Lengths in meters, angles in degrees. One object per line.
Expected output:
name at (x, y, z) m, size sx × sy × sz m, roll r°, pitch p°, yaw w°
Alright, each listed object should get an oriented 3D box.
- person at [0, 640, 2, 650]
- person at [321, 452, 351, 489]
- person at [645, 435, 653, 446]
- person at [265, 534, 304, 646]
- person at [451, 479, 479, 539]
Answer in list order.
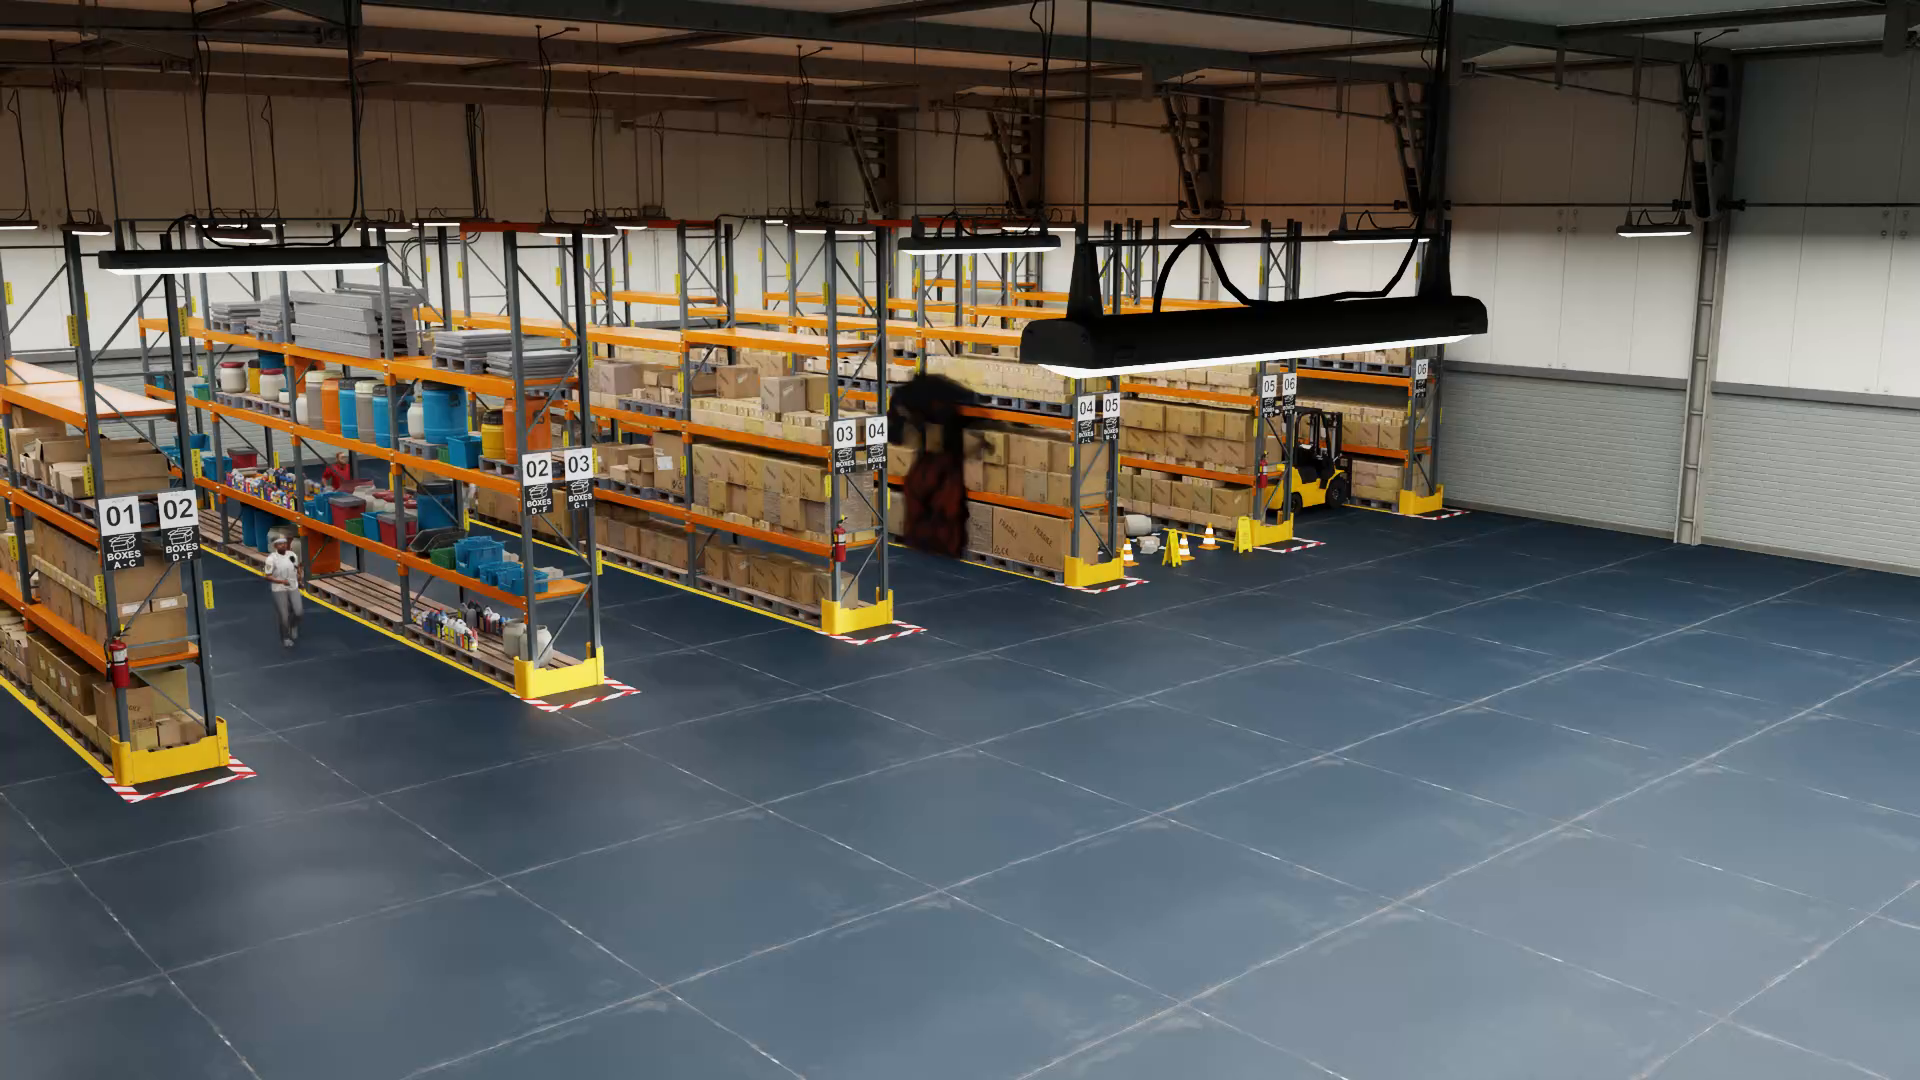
person at (-11.830, 1.515, 19.849) m, size 0.693 × 1.593 × 1.051 m, roll -10°, pitch 15°, yaw -42°
person at (-11.870, -0.847, 31.840) m, size 0.849 × 1.704 × 0.647 m, roll 9°, pitch 14°, yaw 37°
person at (-7.537, -2.731, 41.194) m, size 0.843 × 1.640 × 0.611 m, roll 1°, pitch 11°, yaw 4°
person at (-9.738, 0.724, 24.080) m, size 0.561 × 1.661 × 0.562 m, roll -9°, pitch 15°, yaw -39°
person at (-9.127, -0.502, 30.206) m, size 1.055 × 1.732 × 0.730 m, roll 10°, pitch 15°, yaw 40°
